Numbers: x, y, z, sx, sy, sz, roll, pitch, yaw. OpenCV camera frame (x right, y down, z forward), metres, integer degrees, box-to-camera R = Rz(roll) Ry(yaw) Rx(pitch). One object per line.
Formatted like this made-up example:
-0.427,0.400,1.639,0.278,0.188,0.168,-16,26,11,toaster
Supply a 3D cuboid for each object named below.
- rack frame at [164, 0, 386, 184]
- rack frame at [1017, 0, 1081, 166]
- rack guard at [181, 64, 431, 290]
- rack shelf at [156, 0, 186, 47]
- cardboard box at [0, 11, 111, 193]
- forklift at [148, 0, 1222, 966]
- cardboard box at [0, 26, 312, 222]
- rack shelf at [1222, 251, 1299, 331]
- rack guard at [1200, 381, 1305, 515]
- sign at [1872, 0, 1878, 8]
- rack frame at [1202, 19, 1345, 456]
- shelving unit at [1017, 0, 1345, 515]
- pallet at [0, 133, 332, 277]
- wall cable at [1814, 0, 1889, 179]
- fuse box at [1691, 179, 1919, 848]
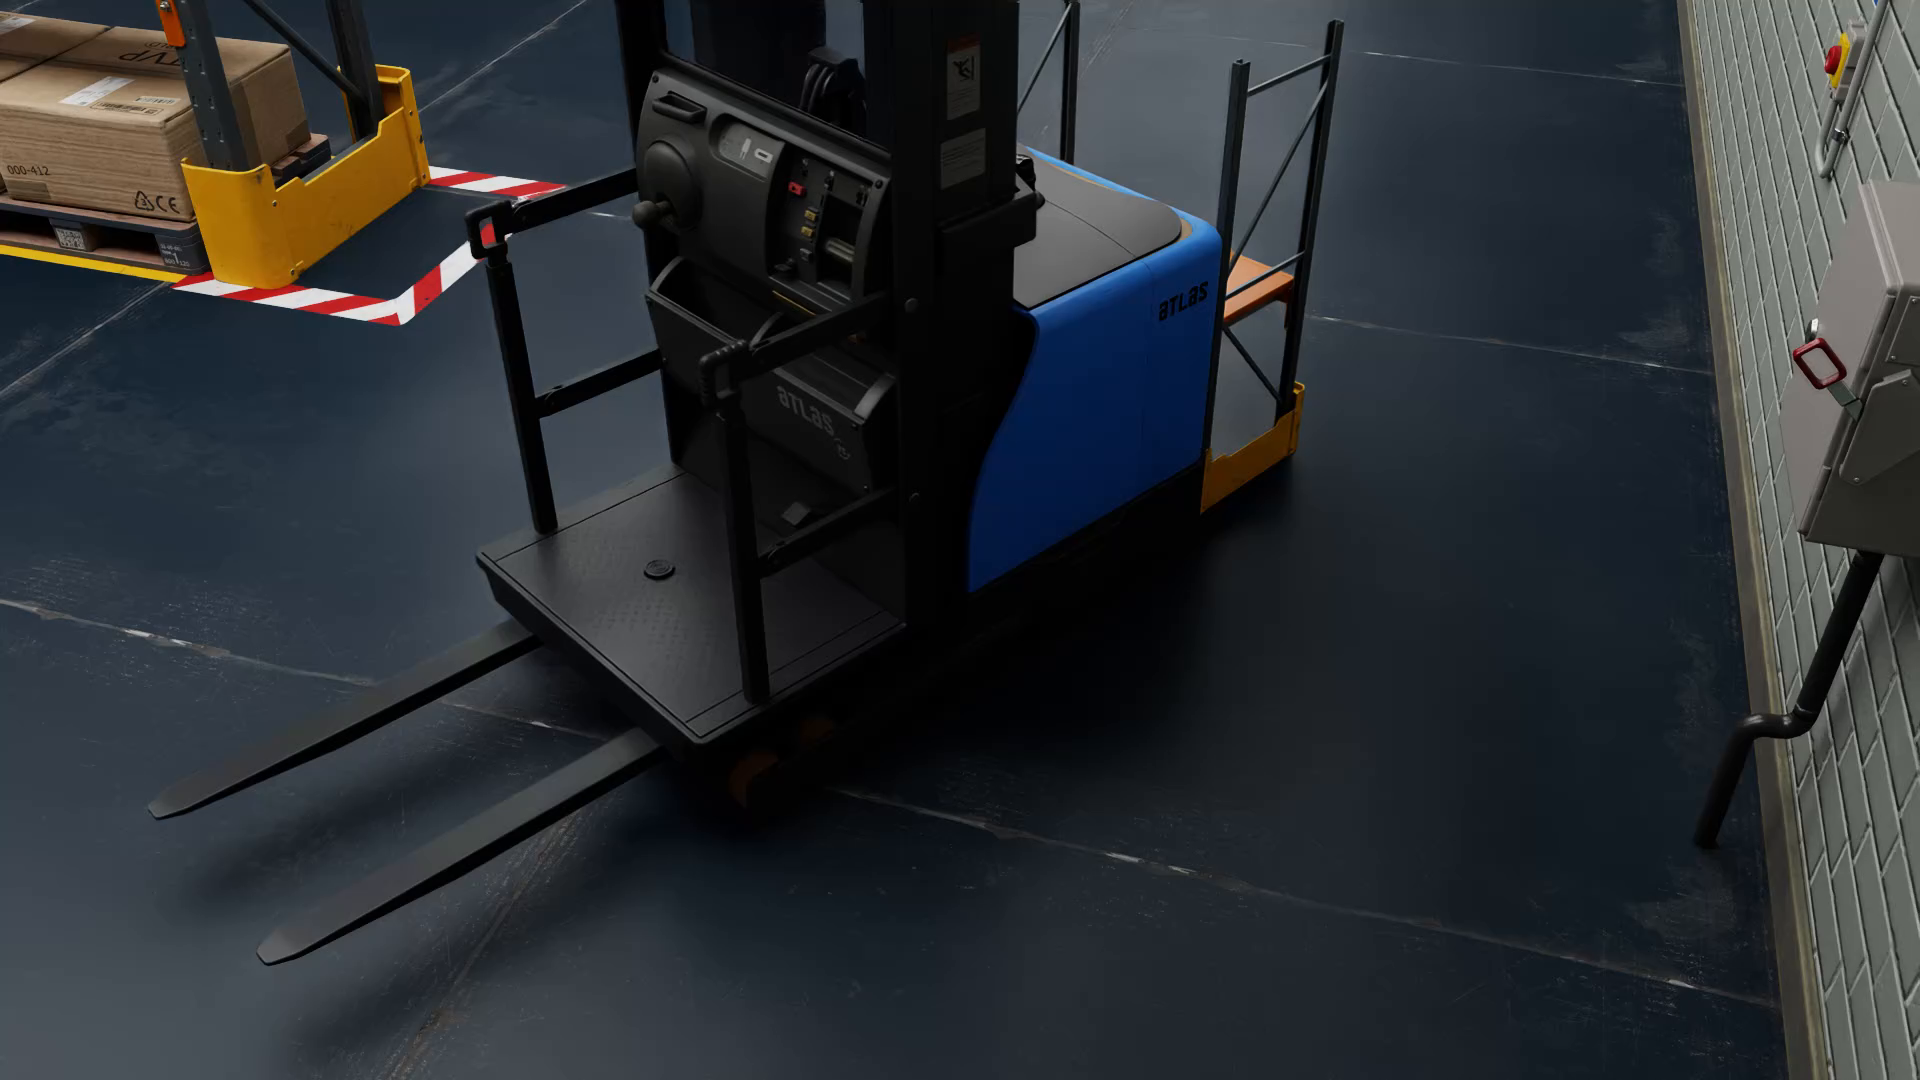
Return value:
-2.747,-2.571,6.291,0.127,3.000,1.000,10,38,14,rack frame
0.216,-1.237,5.744,0.032,1.500,0.500,30,46,35,rack frame
-2.724,-1.560,7.026,0.348,0.500,1.175,10,38,14,rack guard
-4.656,-2.635,6.985,4.000,0.370,1.077,10,38,14,rack shelf
-4.282,-1.925,7.221,0.875,0.438,0.875,11,38,15,cardboard box
-0.655,-0.817,3.966,3.031,2.935,1.130,-29,45,-33,forklift
-3.406,-1.768,7.008,0.875,0.438,0.875,9,37,12,cardboard box
0.577,-0.880,5.563,1.000,0.185,0.538,30,46,35,rack shelf
0.937,-0.310,5.540,0.087,0.250,0.587,30,46,35,rack guard
2.715,-1.713,4.897,0.001,0.218,0.327,10,38,14,sign
0.938,-0.813,5.168,0.032,1.500,0.500,30,46,35,rack frame
0.583,-1.021,5.451,1.083,1.500,0.587,30,46,35,shelving unit
-3.533,-1.545,7.250,1.213,0.211,1.003,10,38,14,pallet
2.643,-2.009,4.645,0.123,1.953,0.585,10,38,14,wall cable
1.877,0.094,3.757,0.414,1.711,0.539,10,38,14,fuse box
